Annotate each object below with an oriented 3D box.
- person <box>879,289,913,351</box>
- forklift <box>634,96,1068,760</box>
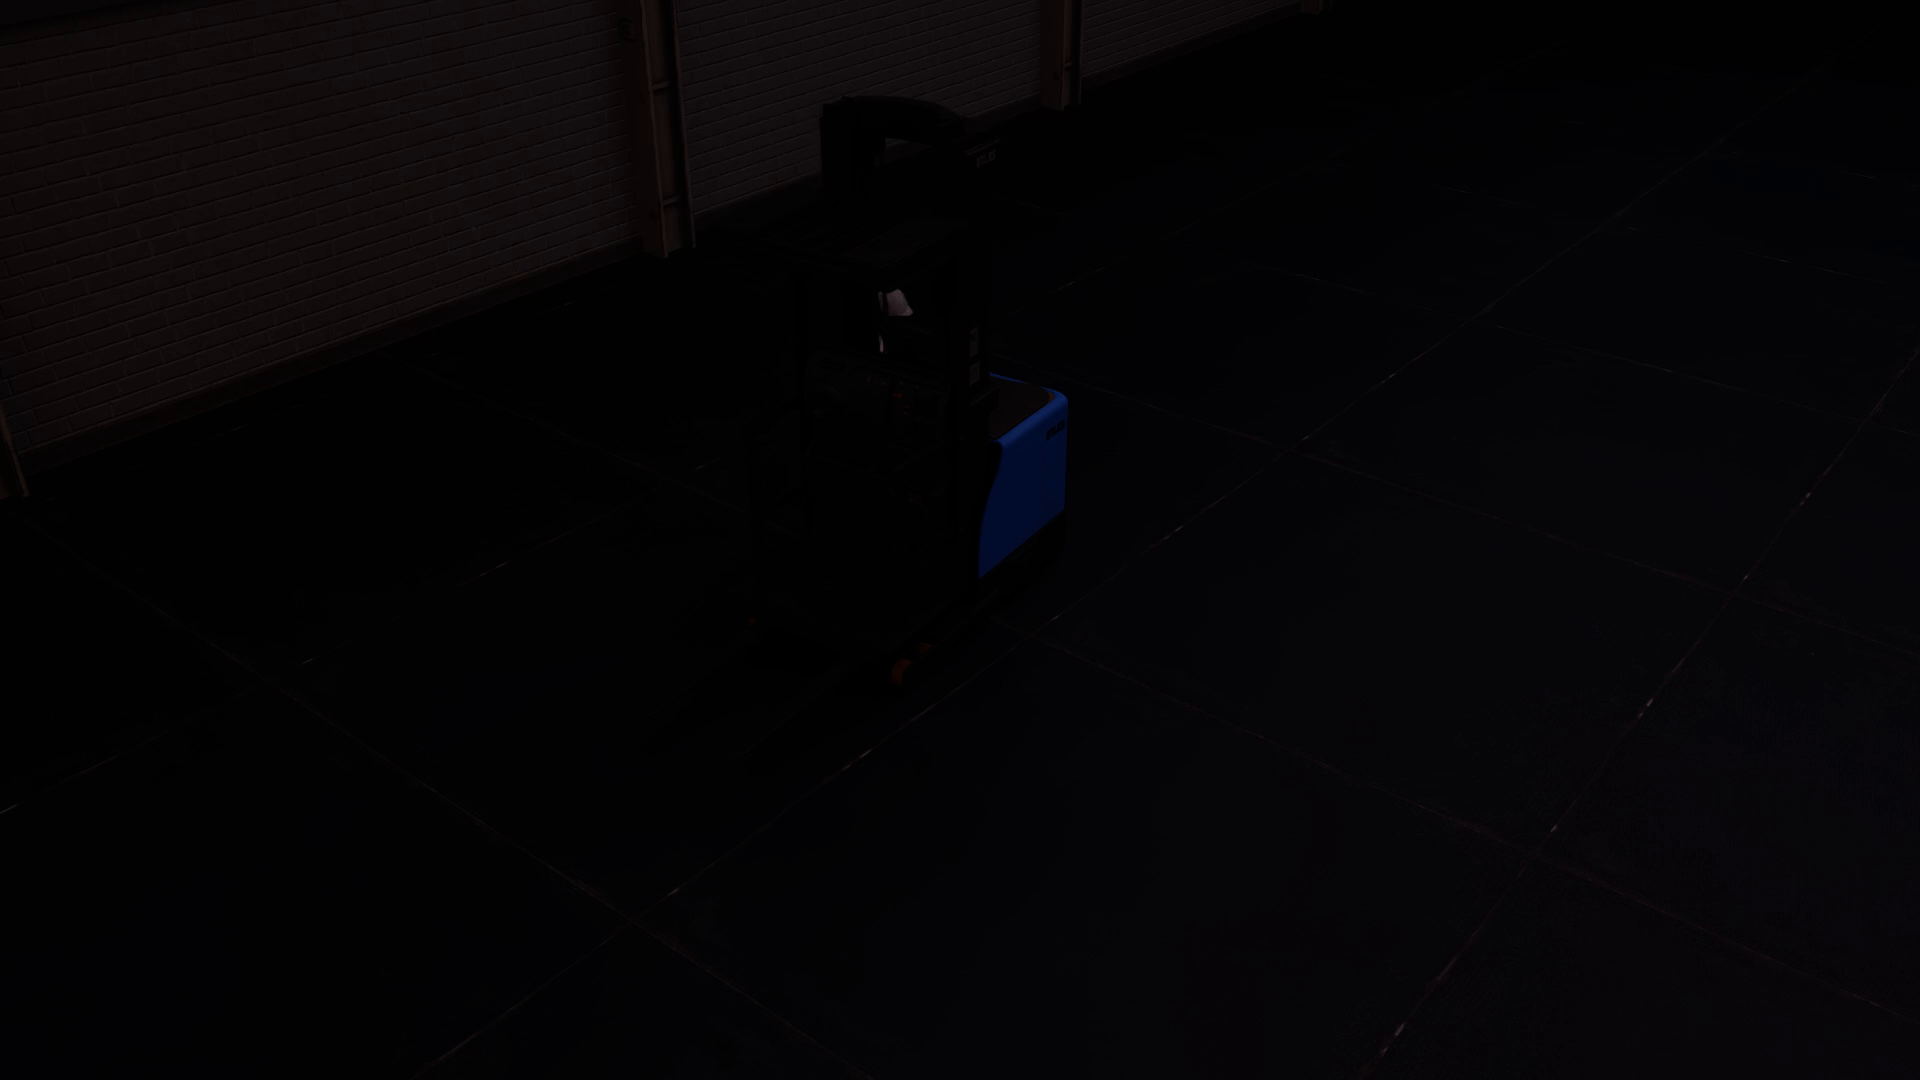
[{"bbox_3d":[-0.384,-0.969,10.761,0.929,1.525,0.937,-6,31,-11],"label":"person"},{"bbox_3d":[-0.568,-0.721,8.829,1.130,2.935,3.031,18,35,28],"label":"forklift"}]
